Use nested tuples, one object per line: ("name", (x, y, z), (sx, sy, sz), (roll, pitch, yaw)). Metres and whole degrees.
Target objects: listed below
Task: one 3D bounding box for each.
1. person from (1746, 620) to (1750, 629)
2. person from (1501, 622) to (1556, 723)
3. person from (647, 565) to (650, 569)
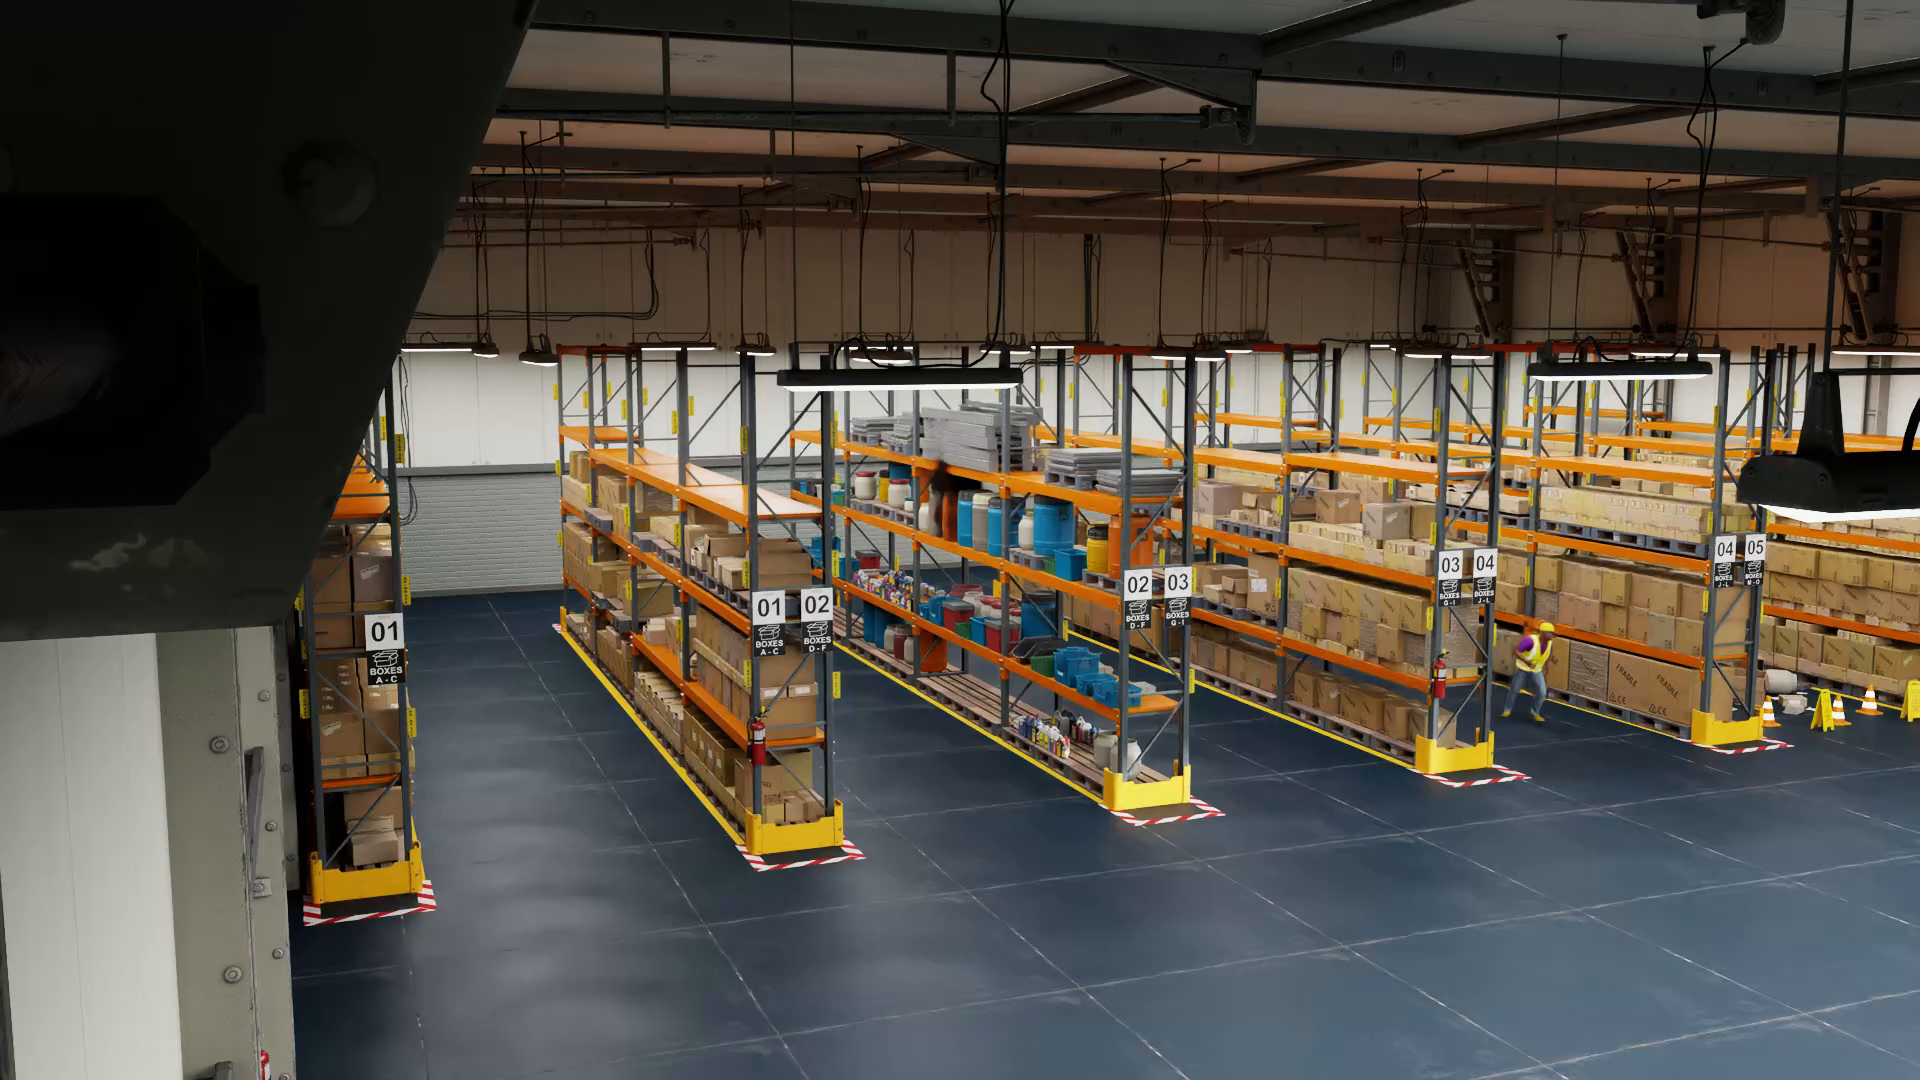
("person", (15.959, 1.364, 33.496), (0.594, 1.478, 0.832), (-7, 10, -42))
("person", (9.263, 2.121, 26.973), (0.753, 1.662, 0.786), (-1, 7, -7))
("person", (-6.963, 0.953, 36.402), (0.590, 1.533, 0.516), (6, 9, 39))
